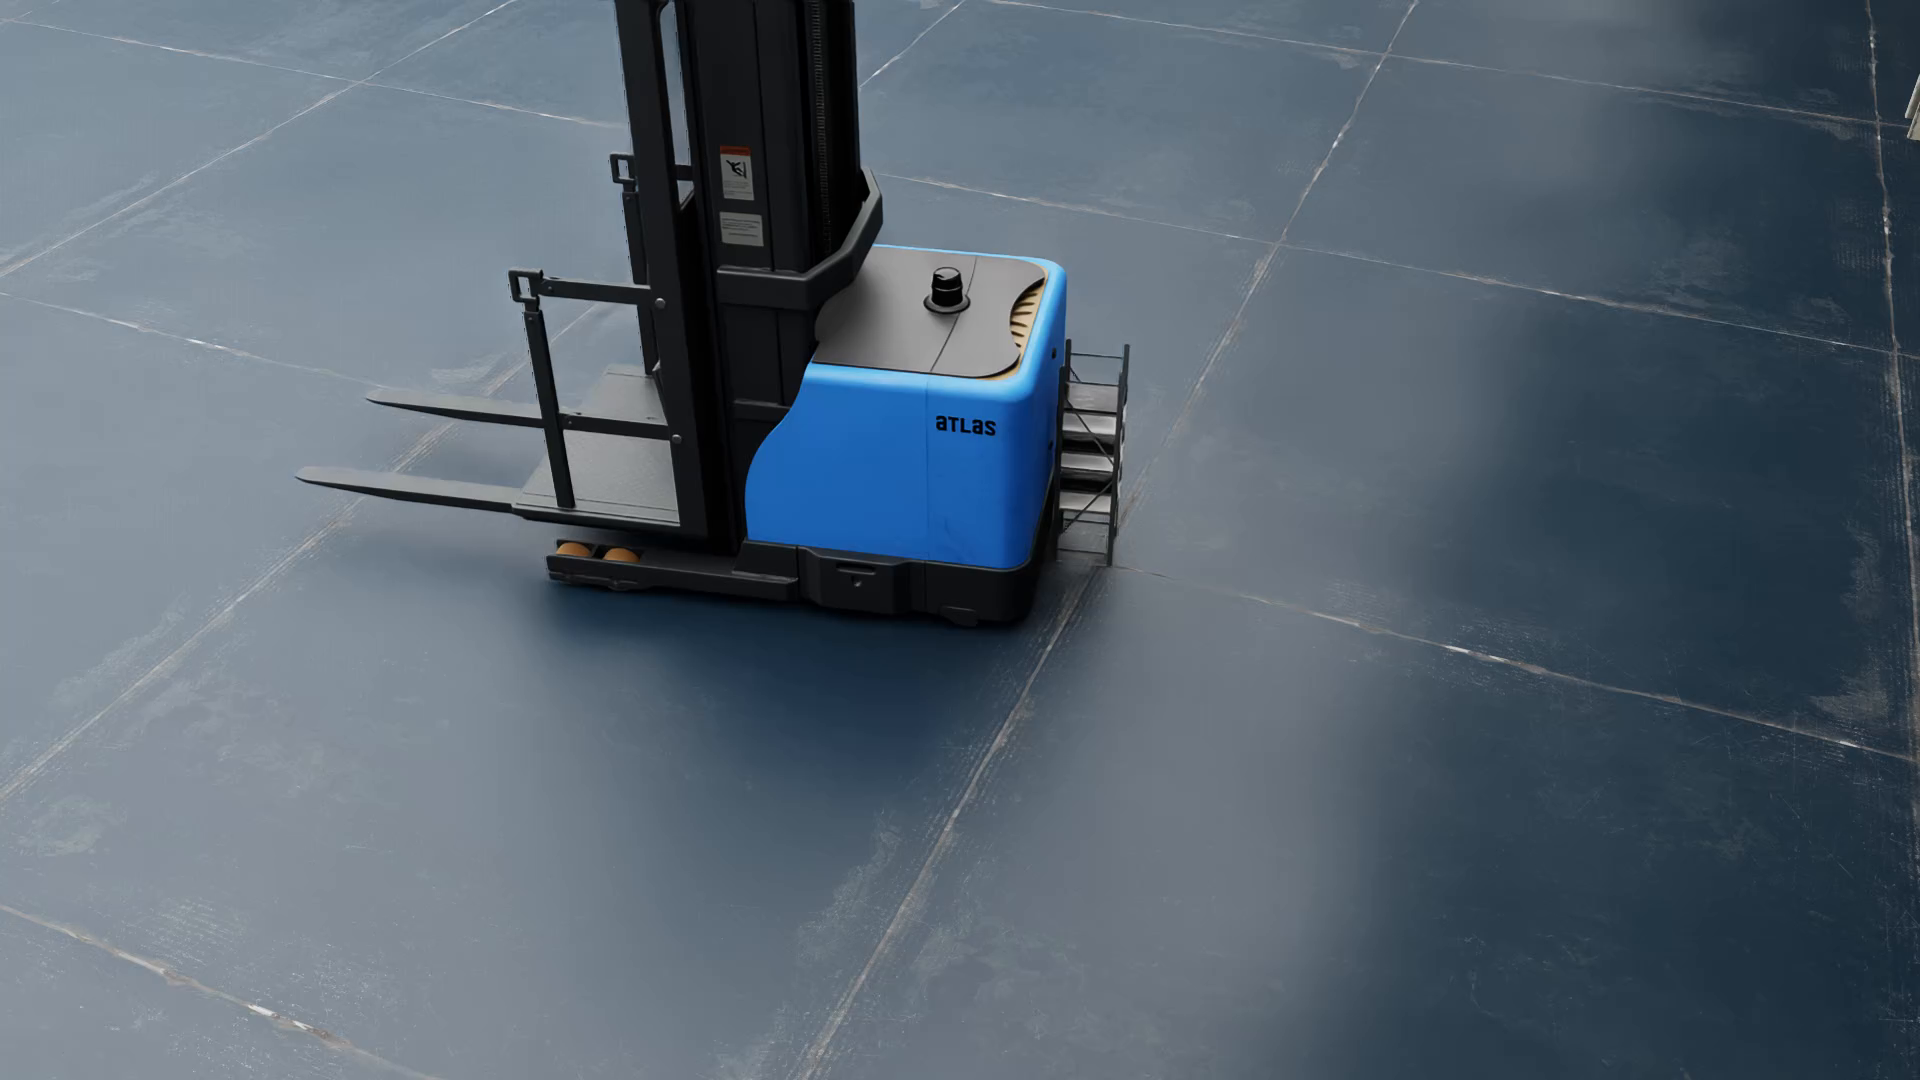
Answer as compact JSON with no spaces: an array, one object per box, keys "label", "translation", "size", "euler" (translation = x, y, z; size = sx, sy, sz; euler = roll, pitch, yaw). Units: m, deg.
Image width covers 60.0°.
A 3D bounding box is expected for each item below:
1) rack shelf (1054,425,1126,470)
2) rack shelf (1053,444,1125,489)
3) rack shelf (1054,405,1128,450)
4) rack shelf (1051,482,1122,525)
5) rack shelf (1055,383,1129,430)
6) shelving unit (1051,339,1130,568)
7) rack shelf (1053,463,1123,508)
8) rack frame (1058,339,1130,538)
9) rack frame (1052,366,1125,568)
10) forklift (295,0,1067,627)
[{"label":"rack shelf","translation":[0.501,-0.369,6.398],"size":[0.258,0.077,0.200],"euler":[6,37,8]},{"label":"rack shelf","translation":[0.501,-0.297,6.452],"size":[0.258,0.077,0.200],"euler":[6,37,8]},{"label":"rack shelf","translation":[0.501,-0.441,6.344],"size":[0.258,0.077,0.200],"euler":[6,37,8]},{"label":"rack shelf","translation":[0.501,-0.153,6.560],"size":[0.258,0.077,0.200],"euler":[6,37,8]},{"label":"rack shelf","translation":[0.501,-0.514,6.290],"size":[0.258,0.077,0.200],"euler":[6,37,8]},{"label":"shelving unit","translation":[0.501,-0.324,6.432],"size":[0.258,0.900,0.210],"euler":[6,37,8]},{"label":"rack shelf","translation":[0.501,-0.225,6.506],"size":[0.258,0.077,0.200],"euler":[6,37,8]},{"label":"rack frame","translation":[0.518,-0.384,6.512],"size":[0.240,0.900,0.006],"euler":[6,37,8]},{"label":"rack frame","translation":[0.484,-0.264,6.352],"size":[0.240,0.900,0.006],"euler":[6,37,8]},{"label":"forklift","translation":[-1.143,-1.278,6.011],"size":[3.031,2.935,1.130],"euler":[7,37,9]}]
